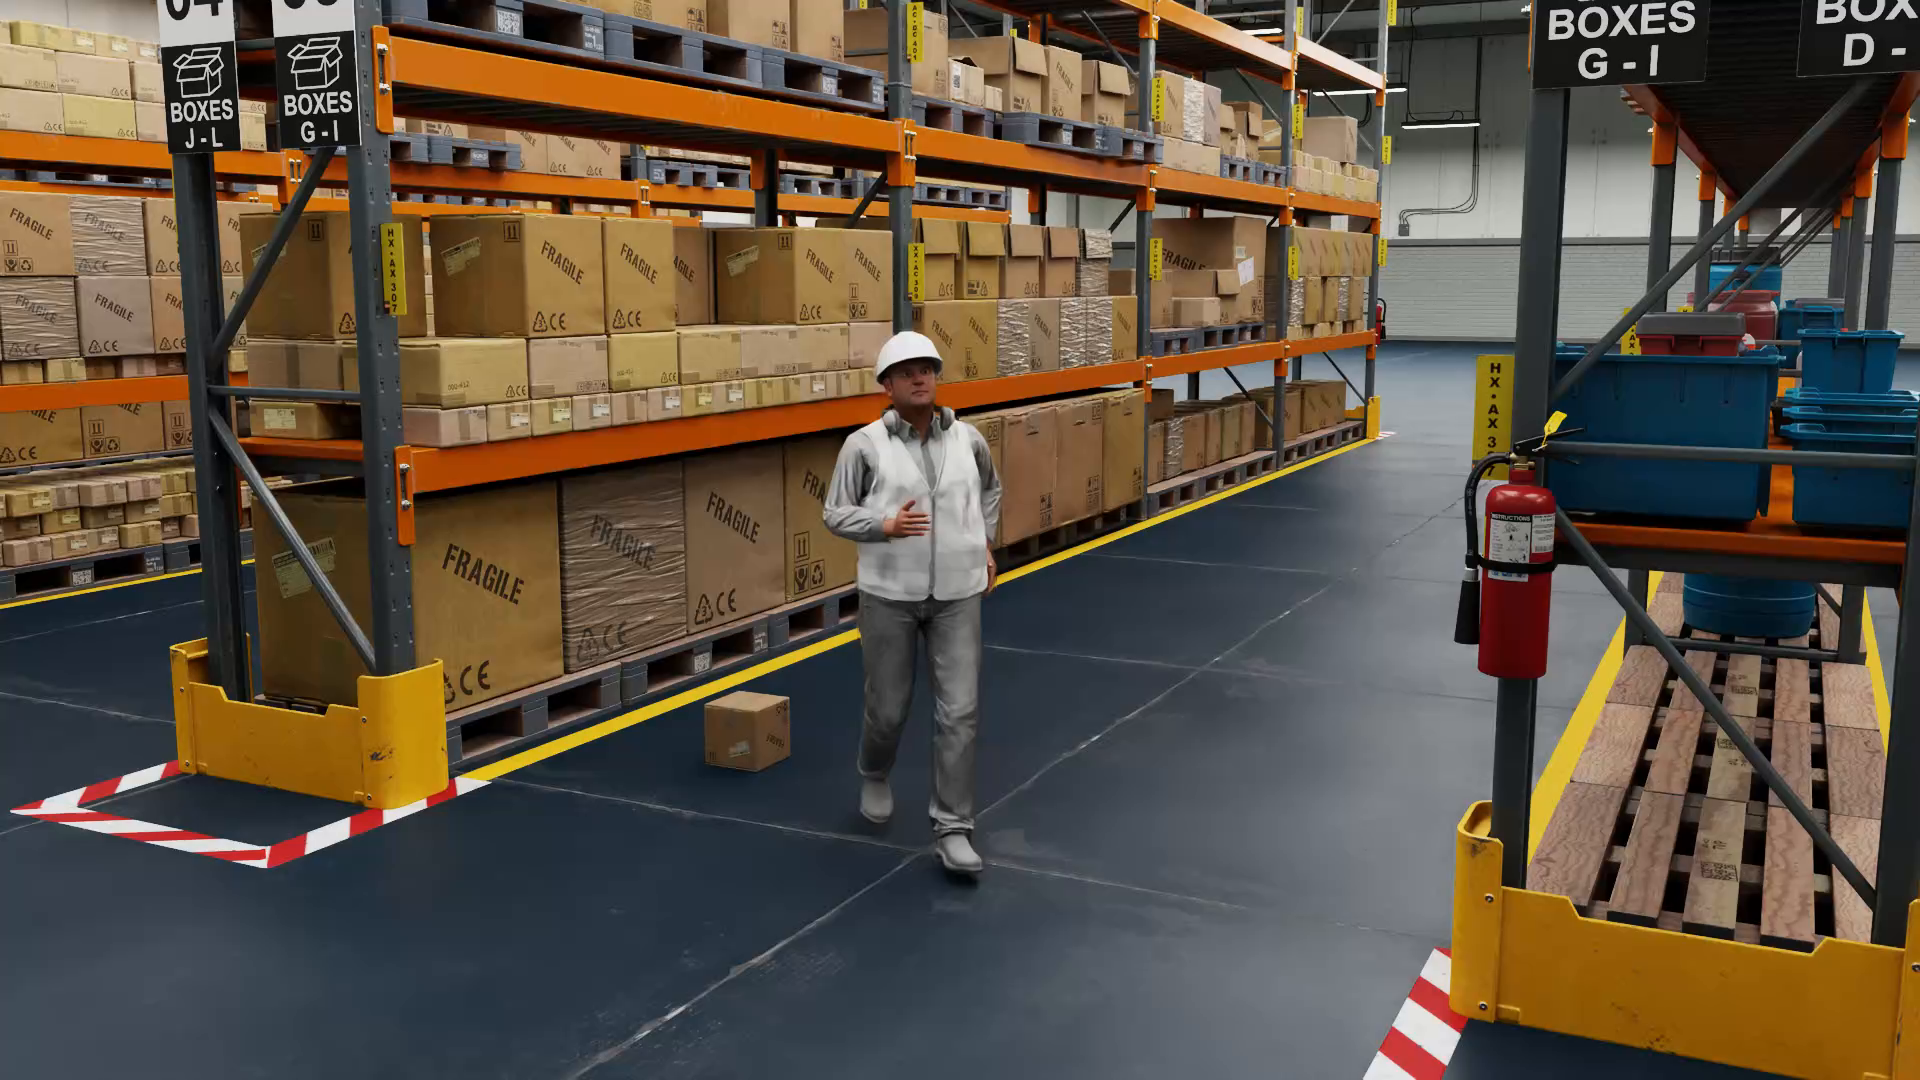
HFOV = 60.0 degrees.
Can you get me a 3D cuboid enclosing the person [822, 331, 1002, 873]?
[{"bbox_3d":[-0.125,0.182,5.584,0.666,1.751,0.845,-2,9,-12],"label":"person"}]
